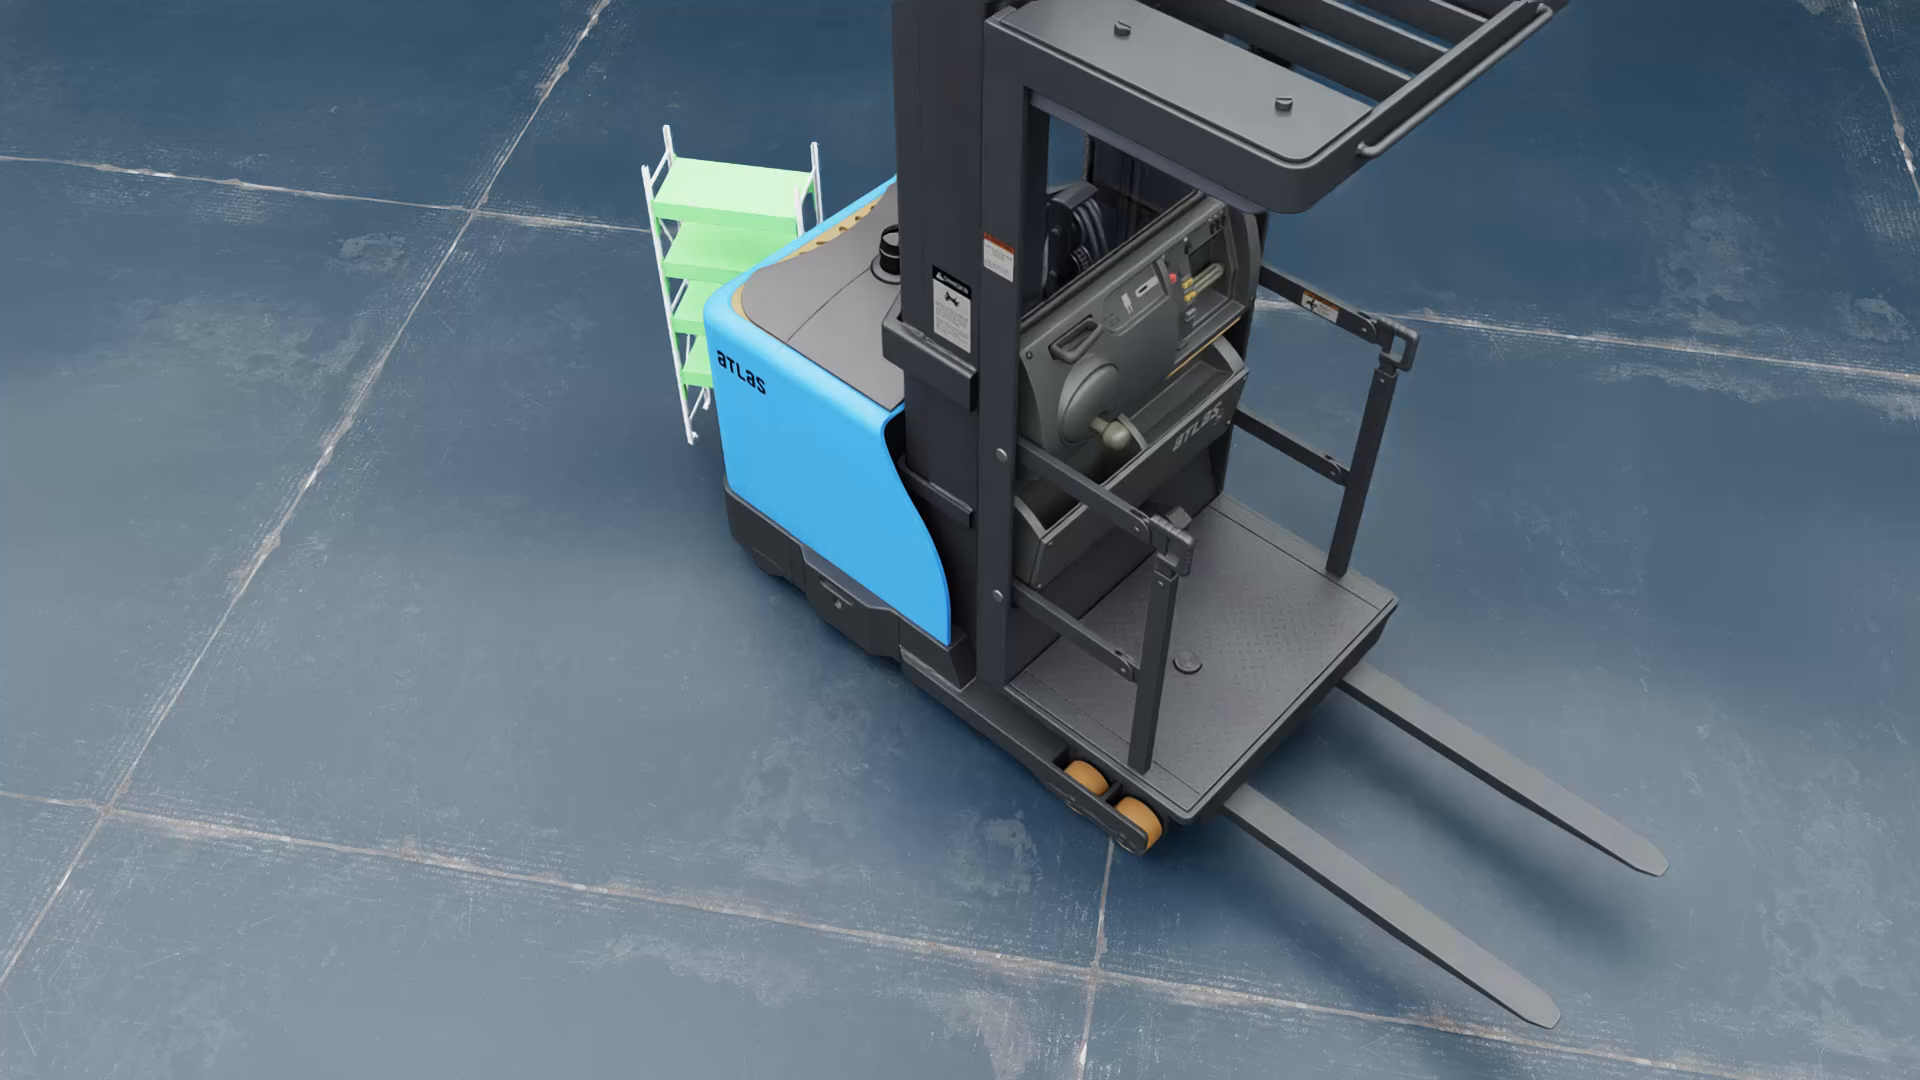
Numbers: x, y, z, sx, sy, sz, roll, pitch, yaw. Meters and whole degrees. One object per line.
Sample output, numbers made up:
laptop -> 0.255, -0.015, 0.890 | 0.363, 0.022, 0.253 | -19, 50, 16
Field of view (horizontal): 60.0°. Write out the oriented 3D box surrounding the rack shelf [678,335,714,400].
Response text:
rack shelf -> -0.722, -0.603, 5.894 | 0.480, 0.148, 0.258 | 8, 49, 7

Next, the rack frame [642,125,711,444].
rack frame -> -0.962, -0.841, 5.699 | 0.015, 1.200, 0.240 | 8, 49, 7

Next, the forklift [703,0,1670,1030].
forklift -> 0.641, -0.503, 4.232 | 3.031, 2.935, 1.130 | 34, 56, 27

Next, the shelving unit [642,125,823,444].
shelving unit -> -0.722, -0.806, 5.668 | 0.503, 1.200, 0.258 | 8, 49, 7

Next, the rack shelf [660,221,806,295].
rack shelf -> -0.722, -0.924, 5.537 | 0.480, 0.148, 0.258 | 8, 49, 7

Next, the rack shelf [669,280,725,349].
rack shelf -> -0.722, -0.763, 5.715 | 0.480, 0.148, 0.258 | 8, 49, 7

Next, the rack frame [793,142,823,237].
rack frame -> -0.483, -0.772, 5.637 | 0.015, 1.200, 0.240 | 8, 49, 7

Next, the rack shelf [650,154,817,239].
rack shelf -> -0.722, -1.084, 5.358 | 0.480, 0.148, 0.258 | 8, 49, 7
